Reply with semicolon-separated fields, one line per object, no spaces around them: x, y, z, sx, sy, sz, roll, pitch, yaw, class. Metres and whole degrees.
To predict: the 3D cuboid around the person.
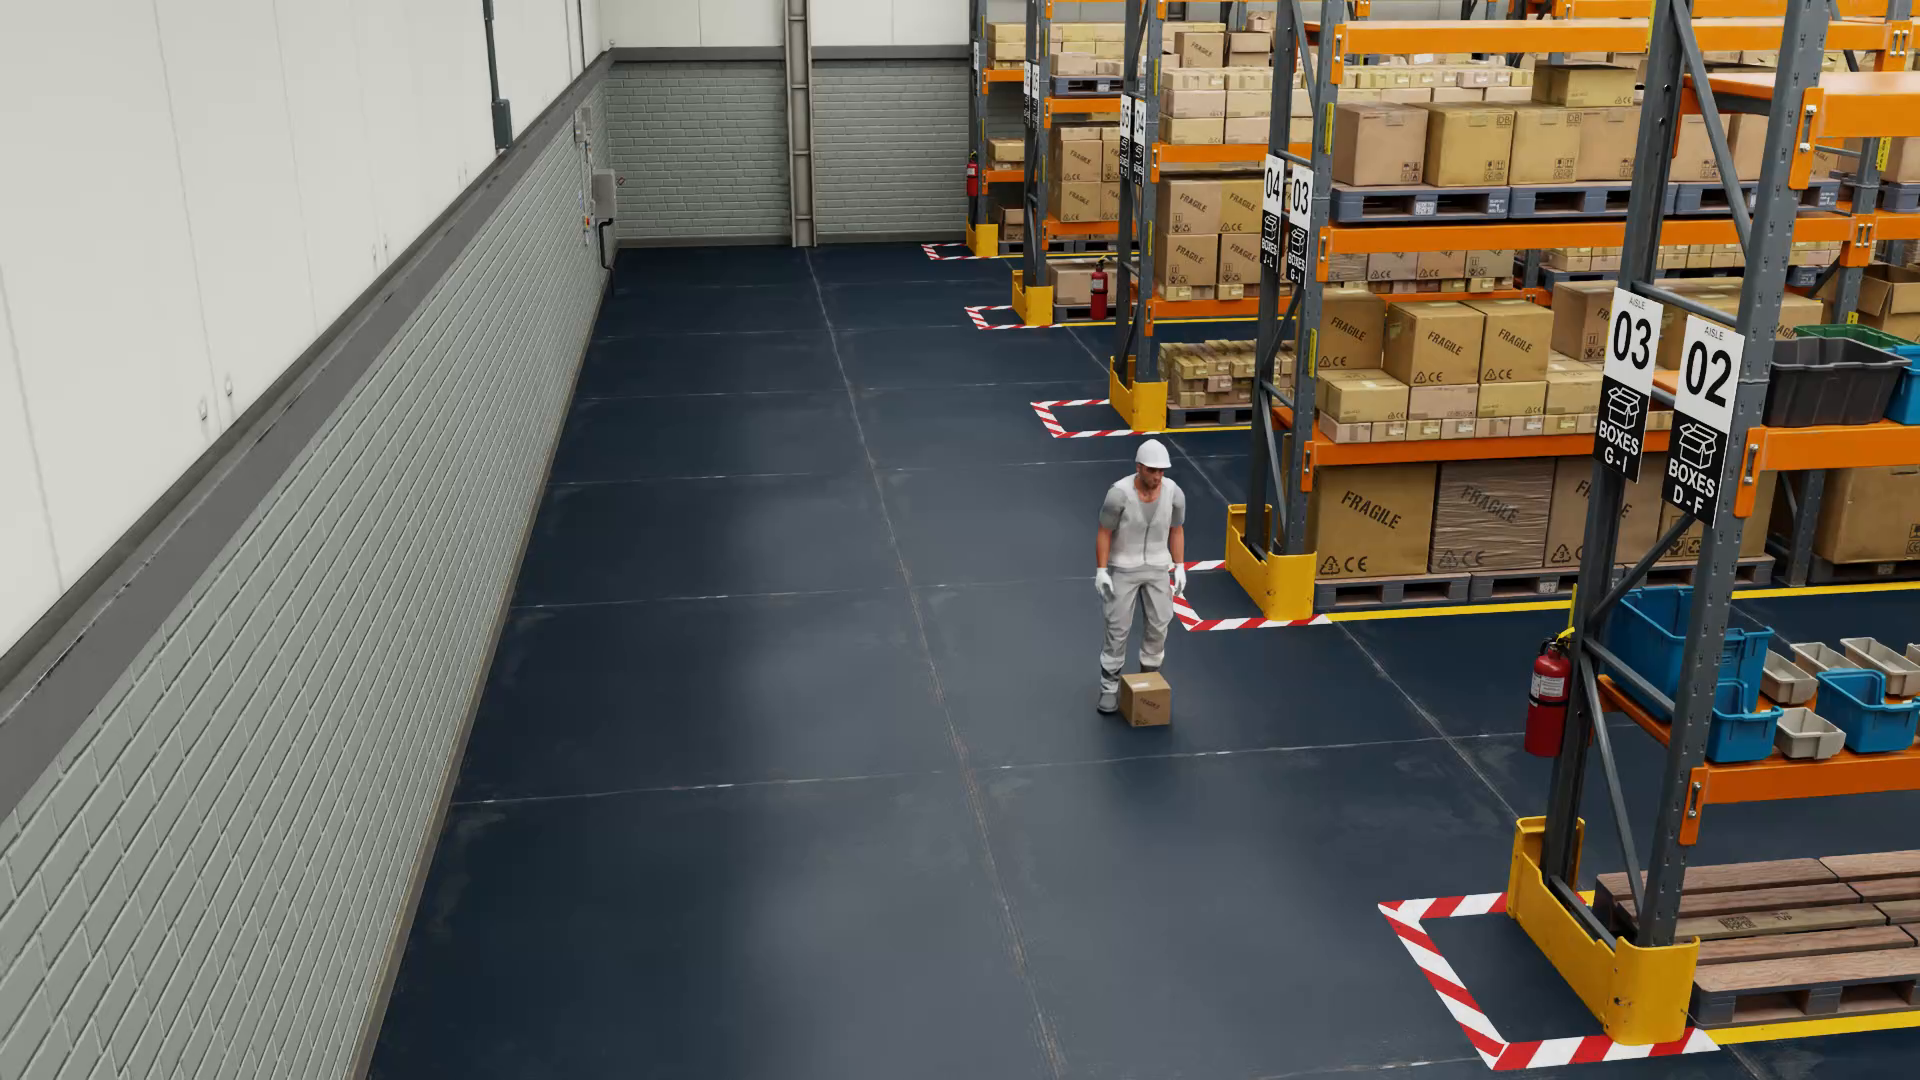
1.139;0.214;10.459;0.604;1.777;0.453;-4;20;-10;person
